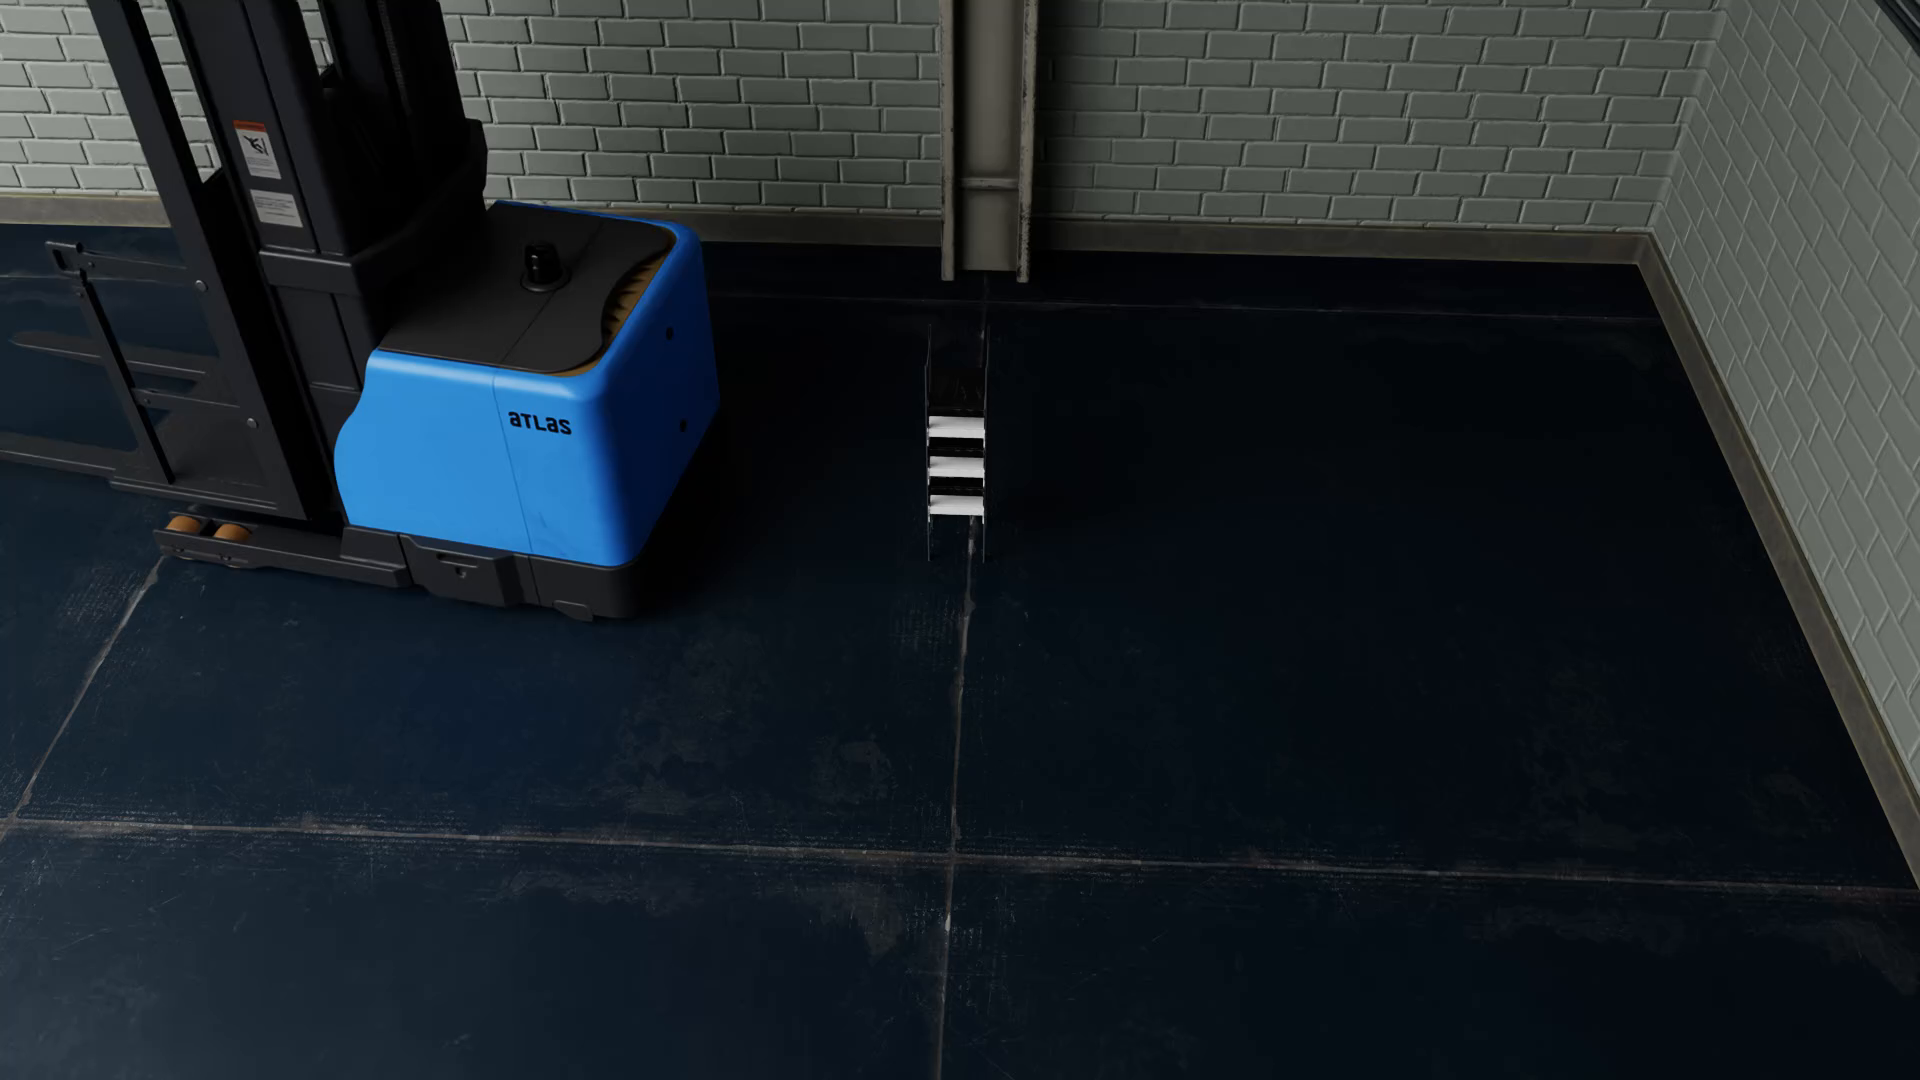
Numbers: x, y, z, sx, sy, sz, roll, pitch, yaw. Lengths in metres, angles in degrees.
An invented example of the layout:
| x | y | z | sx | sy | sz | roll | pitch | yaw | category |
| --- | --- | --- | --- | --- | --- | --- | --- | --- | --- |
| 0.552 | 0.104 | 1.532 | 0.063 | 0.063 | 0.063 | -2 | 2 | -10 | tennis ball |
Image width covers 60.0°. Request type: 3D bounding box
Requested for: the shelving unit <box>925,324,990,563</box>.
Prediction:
| x | y | z | sx | sy | sz | roll | pitch | yaw | category |
| --- | --- | --- | --- | --- | --- | --- | --- | --- | --- |
| -0.008 | -0.330 | 5.944 | 0.210 | 0.900 | 0.258 | 2 | 43 | 2 | shelving unit |

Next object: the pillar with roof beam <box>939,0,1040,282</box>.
| x | y | z | sx | sy | sz | roll | pitch | yaw | category |
| --- | --- | --- | --- | --- | --- | --- | --- | --- | --- |
| -0.071 | -1.634 | 1.402 | 0.400 | 9.000 | 9.100 | 2 | 43 | 2 | pillar with roof beam |

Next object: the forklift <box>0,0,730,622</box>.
| x | y | z | sx | sy | sz | roll | pitch | yaw | category |
| --- | --- | --- | --- | --- | --- | --- | --- | --- | --- |
| -2.474 | -1.309 | 5.505 | 3.031 | 2.935 | 1.130 | 9 | 44 | 9 | forklift |

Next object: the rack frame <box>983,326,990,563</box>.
| x | y | z | sx | sy | sz | roll | pitch | yaw | category |
| --- | --- | --- | --- | --- | --- | --- | --- | --- | --- |
| 0.093 | -0.326 | 5.940 | 0.006 | 0.900 | 0.240 | 2 | 43 | 2 | rack frame |

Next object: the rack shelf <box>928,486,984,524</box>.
| x | y | z | sx | sy | sz | roll | pitch | yaw | category |
| --- | --- | --- | --- | --- | --- | --- | --- | --- | --- |
| -0.008 | -0.173 | 6.089 | 0.200 | 0.077 | 0.258 | 2 | 43 | 2 | rack shelf |

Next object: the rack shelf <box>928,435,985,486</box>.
| x | y | z | sx | sy | sz | roll | pitch | yaw | category |
| --- | --- | --- | --- | --- | --- | --- | --- | --- | --- |
| -0.008 | -0.305 | 5.966 | 0.200 | 0.077 | 0.258 | 2 | 43 | 2 | rack shelf |

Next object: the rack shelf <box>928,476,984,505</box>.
| x | y | z | sx | sy | sz | roll | pitch | yaw | category |
| --- | --- | --- | --- | --- | --- | --- | --- | --- | --- |
| -0.008 | -0.239 | 6.028 | 0.200 | 0.077 | 0.258 | 2 | 43 | 2 | rack shelf |

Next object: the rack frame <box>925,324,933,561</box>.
| x | y | z | sx | sy | sz | roll | pitch | yaw | category |
| --- | --- | --- | --- | --- | --- | --- | --- | --- | --- |
| -0.110 | -0.333 | 5.947 | 0.006 | 0.900 | 0.240 | 2 | 43 | 2 | rack frame |

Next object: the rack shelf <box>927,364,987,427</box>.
| x | y | z | sx | sy | sz | roll | pitch | yaw | category |
| --- | --- | --- | --- | --- | --- | --- | --- | --- | --- |
| -0.008 | -0.503 | 5.782 | 0.200 | 0.077 | 0.258 | 2 | 43 | 2 | rack shelf |

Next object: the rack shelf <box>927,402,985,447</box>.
| x | y | z | sx | sy | sz | roll | pitch | yaw | category |
| --- | --- | --- | --- | --- | --- | --- | --- | --- | --- |
| -0.008 | -0.437 | 5.844 | 0.200 | 0.077 | 0.258 | 2 | 43 | 2 | rack shelf |

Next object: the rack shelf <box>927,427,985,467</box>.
| x | y | z | sx | sy | sz | roll | pitch | yaw | category |
| --- | --- | --- | --- | --- | --- | --- | --- | --- | --- |
| -0.008 | -0.371 | 5.905 | 0.200 | 0.077 | 0.258 | 2 | 43 | 2 | rack shelf |
